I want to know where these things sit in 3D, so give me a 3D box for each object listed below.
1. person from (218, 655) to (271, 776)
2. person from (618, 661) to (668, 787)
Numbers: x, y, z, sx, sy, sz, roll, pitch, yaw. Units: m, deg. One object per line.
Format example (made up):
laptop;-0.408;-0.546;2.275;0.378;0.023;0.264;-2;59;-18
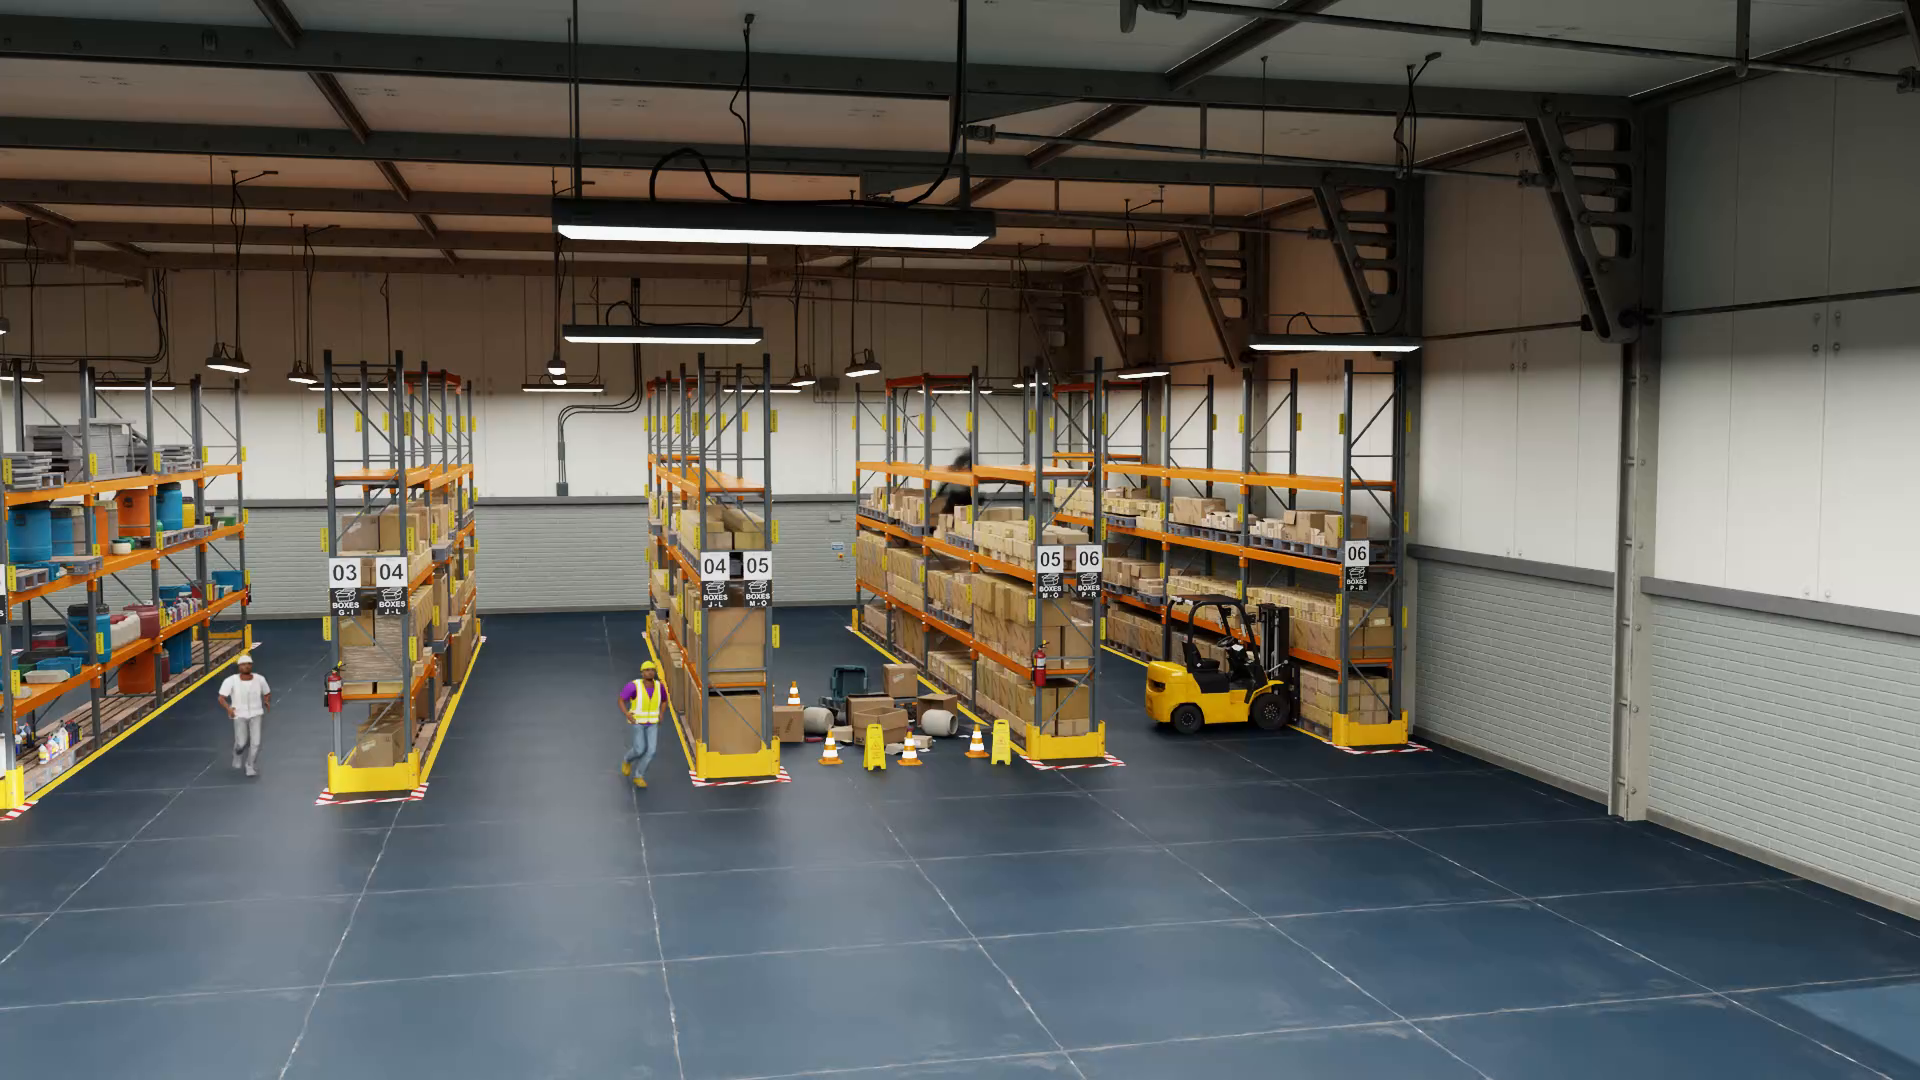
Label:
person;-10.148;2.496;23.672;0.698;1.718;0.606;-3;5;-35
person;-4.414;2.538;23.226;0.726;1.723;0.571;-3;5;-33
